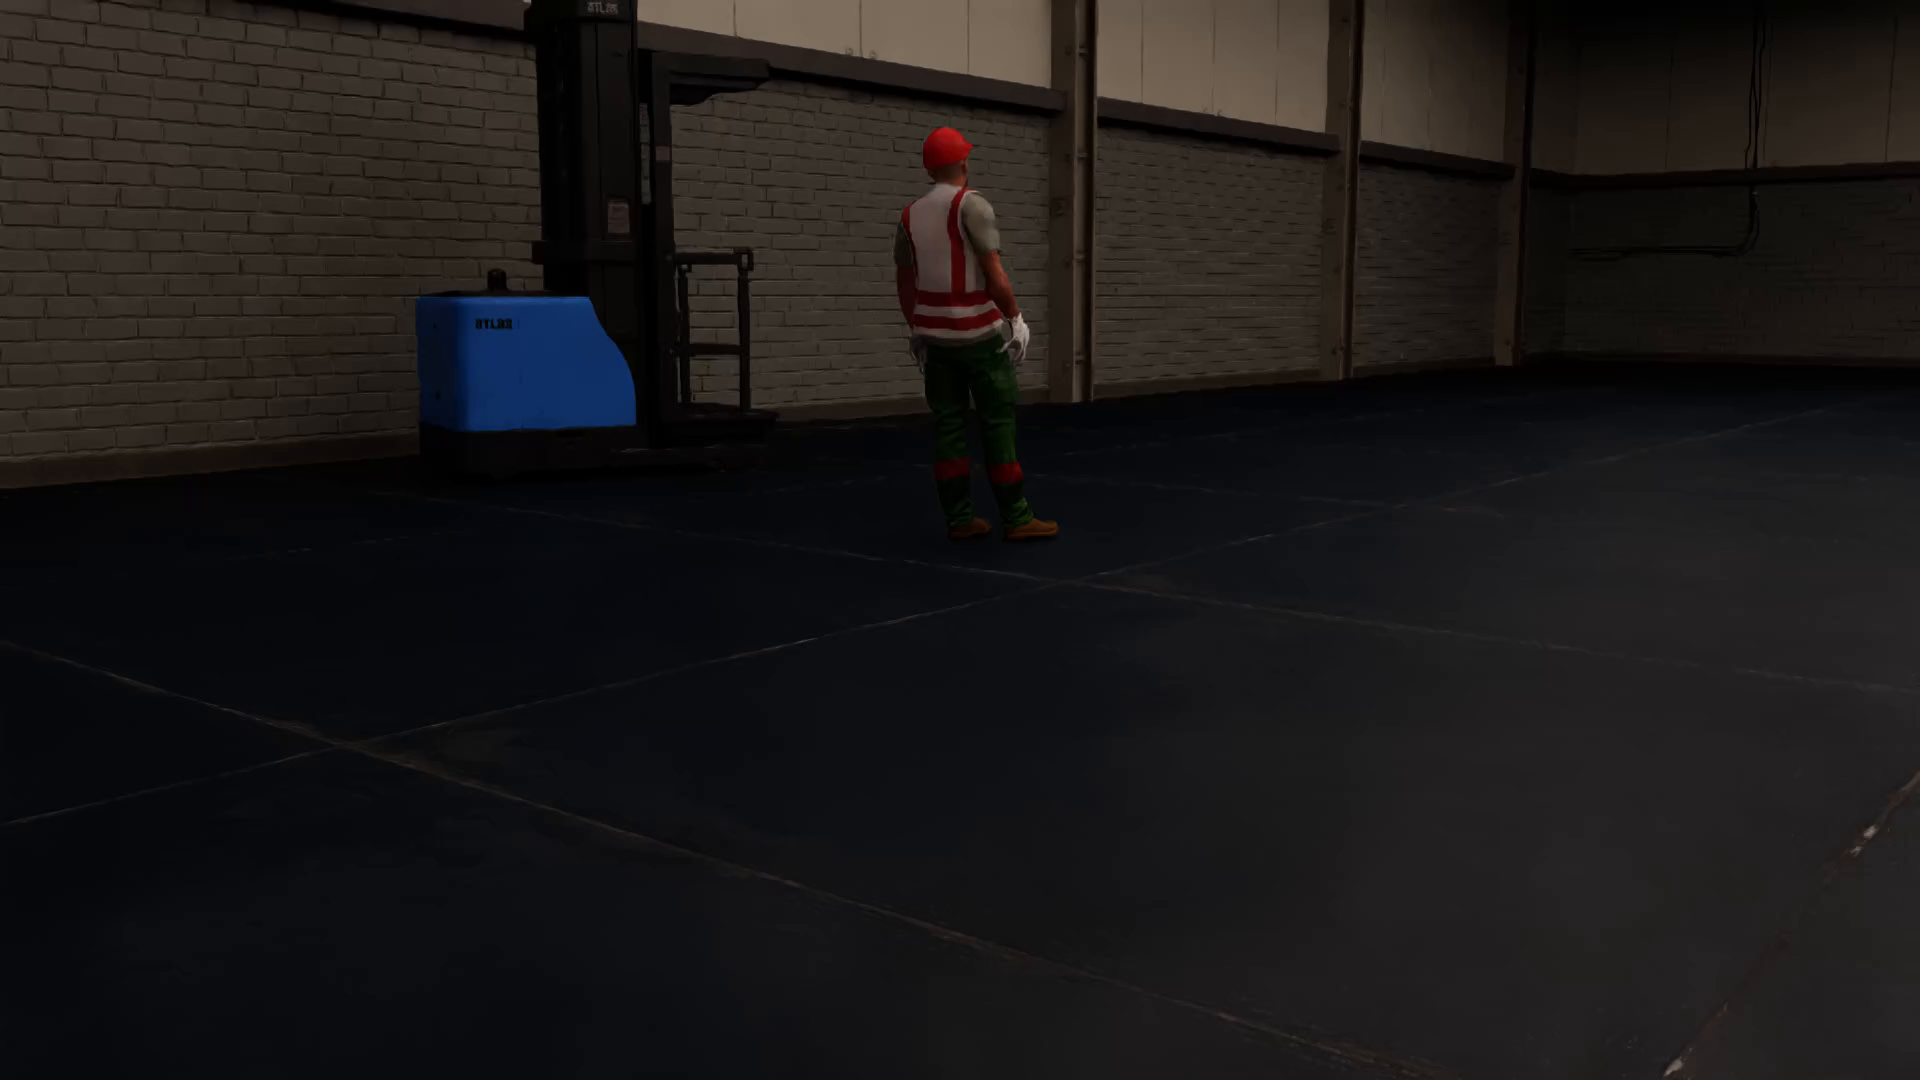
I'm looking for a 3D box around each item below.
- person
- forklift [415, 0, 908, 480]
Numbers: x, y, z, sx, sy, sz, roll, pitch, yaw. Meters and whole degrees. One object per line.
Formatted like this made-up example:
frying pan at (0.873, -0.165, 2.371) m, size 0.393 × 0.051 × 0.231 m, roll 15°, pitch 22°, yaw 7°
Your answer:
person at (0.059, -0.900, 7.329) m, size 0.637 × 1.787 × 0.563 m, roll 7°, pitch 11°, yaw 38°
forklift at (-1.816, -1.932, 10.481) m, size 3.031 × 2.935 × 1.130 m, roll -5°, pitch 10°, yaw -31°
